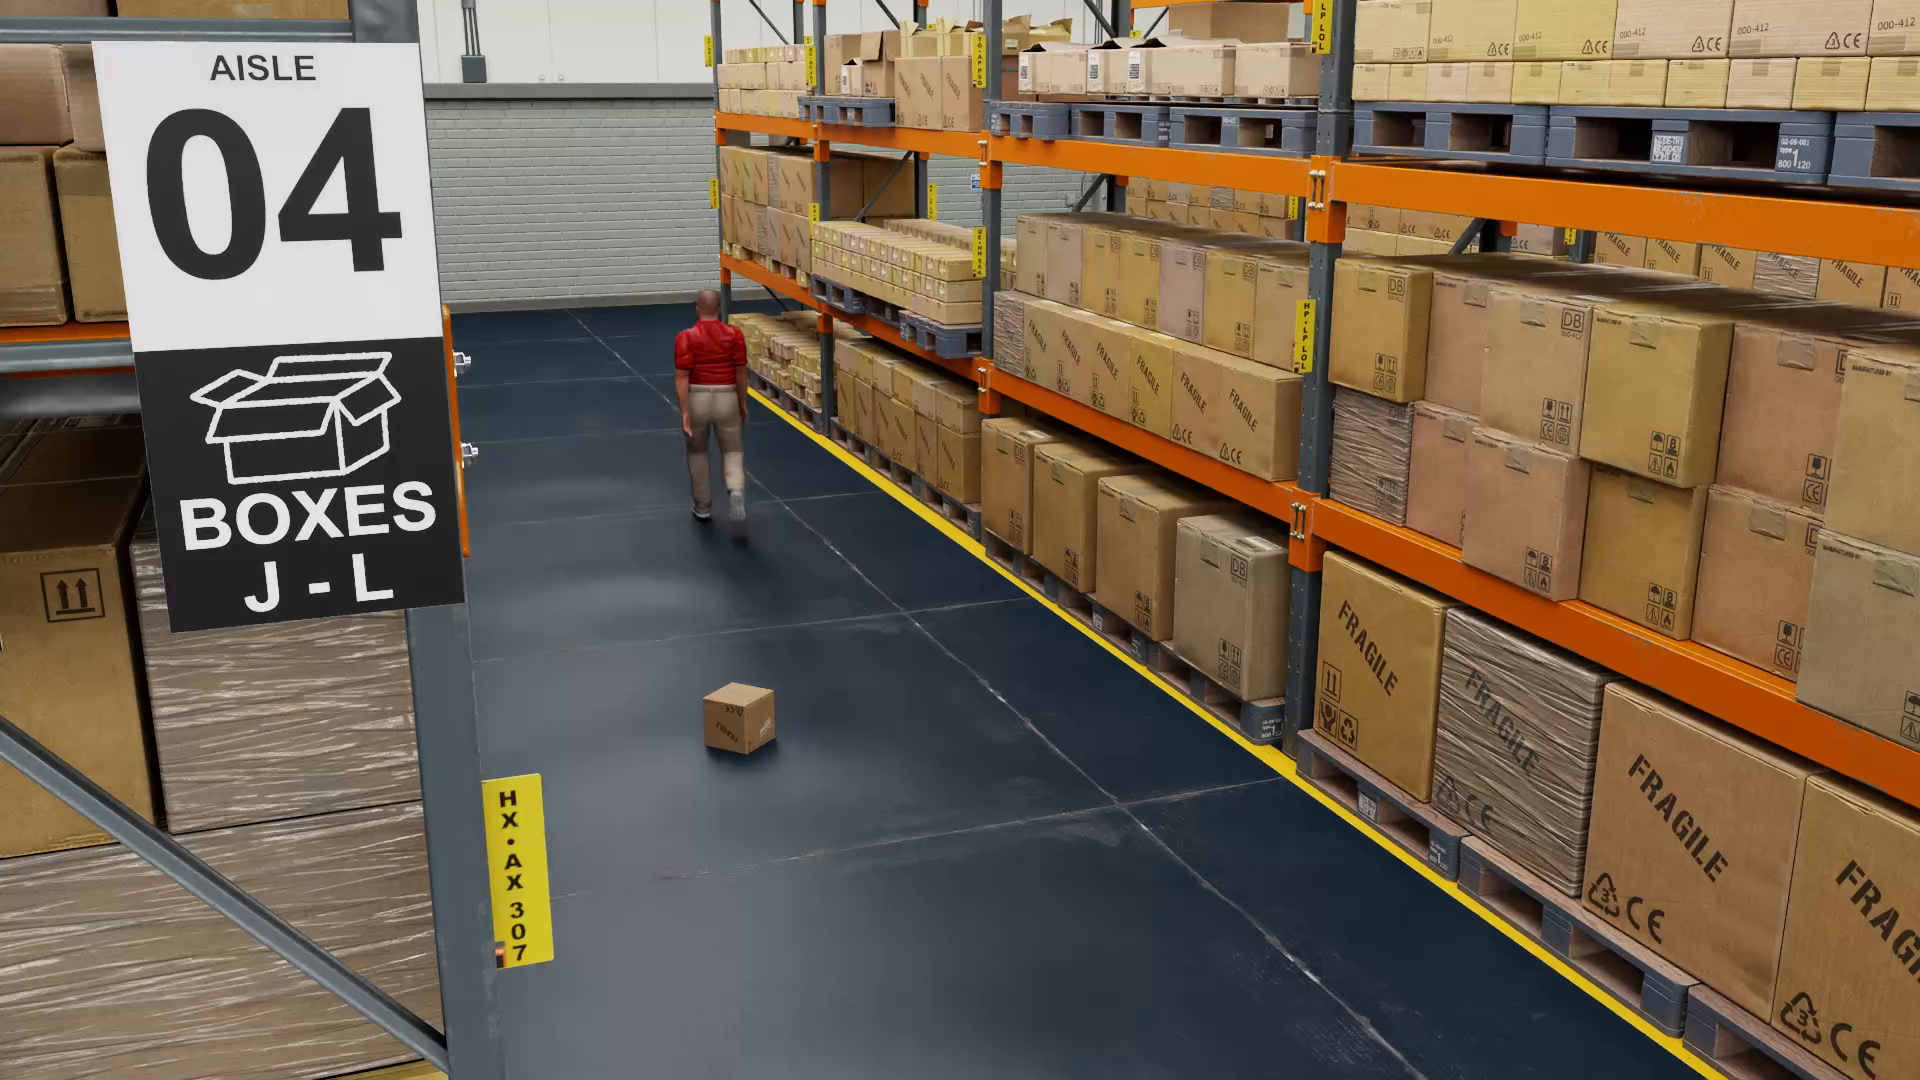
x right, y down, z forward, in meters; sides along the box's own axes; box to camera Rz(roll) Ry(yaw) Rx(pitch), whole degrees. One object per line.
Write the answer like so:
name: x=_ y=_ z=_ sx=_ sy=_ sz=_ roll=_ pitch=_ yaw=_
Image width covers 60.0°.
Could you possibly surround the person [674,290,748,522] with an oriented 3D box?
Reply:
person: x=-1.779 y=-0.955 z=11.966 sx=0.524 sy=1.693 sz=0.815 roll=-4 pitch=16 yaw=-13
